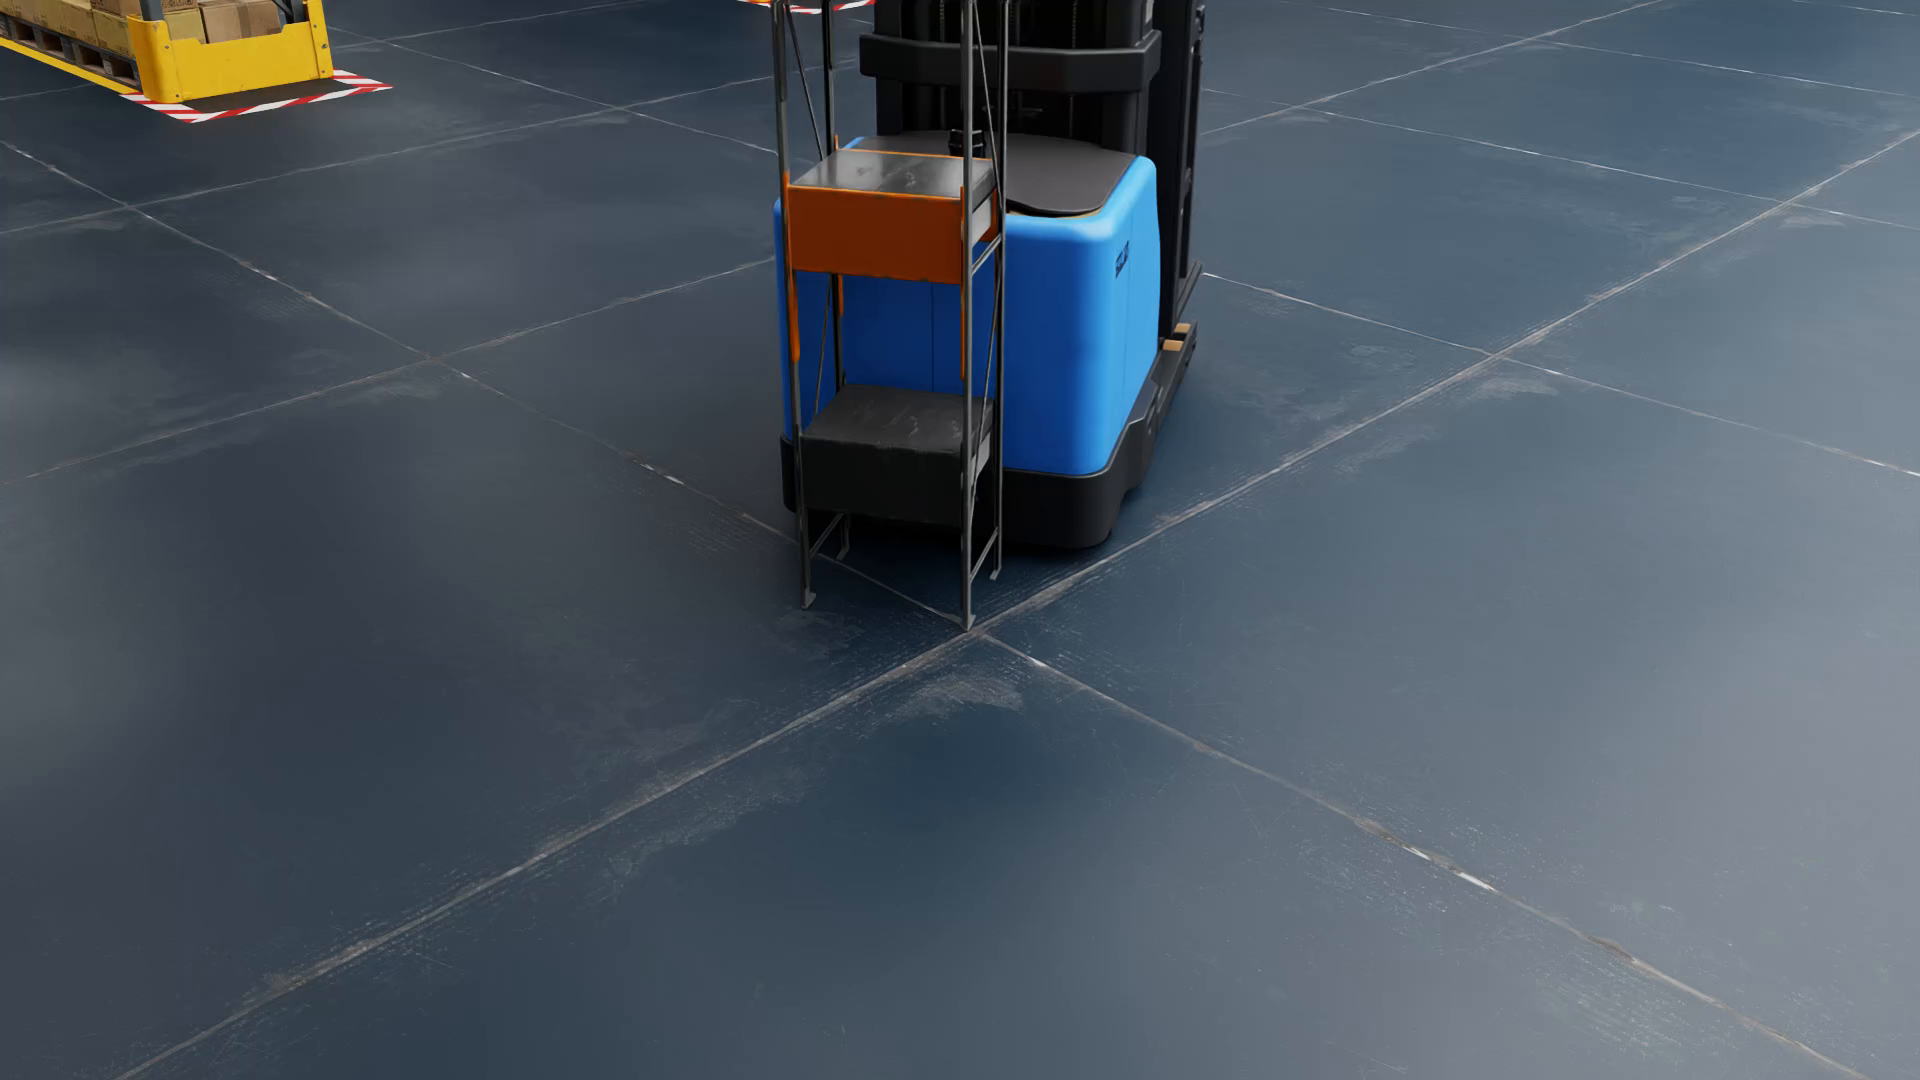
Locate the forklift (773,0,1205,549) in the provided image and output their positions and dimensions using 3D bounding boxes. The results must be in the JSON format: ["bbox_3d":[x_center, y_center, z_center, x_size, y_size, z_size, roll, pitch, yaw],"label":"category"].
[{"bbox_3d":[0.313,-1.939,5.789,1.130,2.935,3.031,7,29,13],"label":"forklift"}]

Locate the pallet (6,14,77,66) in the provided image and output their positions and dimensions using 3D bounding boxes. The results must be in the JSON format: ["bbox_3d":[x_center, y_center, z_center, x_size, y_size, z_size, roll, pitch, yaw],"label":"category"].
[{"bbox_3d":[-6.179,-3.722,12.101,1.213,0.211,1.003,25,36,38],"label":"pallet"}]

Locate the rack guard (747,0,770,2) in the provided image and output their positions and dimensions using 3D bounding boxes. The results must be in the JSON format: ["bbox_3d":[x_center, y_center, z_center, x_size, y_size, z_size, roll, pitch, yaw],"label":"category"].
[{"bbox_3d":[-1.351,-4.868,13.970,0.348,0.500,1.175,25,36,38],"label":"rack guard"}]

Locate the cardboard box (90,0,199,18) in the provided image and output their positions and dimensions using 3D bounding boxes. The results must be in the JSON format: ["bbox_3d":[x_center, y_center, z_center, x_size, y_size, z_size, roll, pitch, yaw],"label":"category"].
[{"bbox_3d":[-5.330,-3.699,10.759,0.500,0.500,0.500,25,36,38],"label":"cardboard box"}]

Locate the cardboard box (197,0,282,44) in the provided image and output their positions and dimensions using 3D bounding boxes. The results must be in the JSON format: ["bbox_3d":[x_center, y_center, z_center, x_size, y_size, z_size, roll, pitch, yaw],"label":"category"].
[{"bbox_3d":[-4.965,-3.540,11.262,0.500,0.250,0.500,25,36,38],"label":"cardboard box"}]

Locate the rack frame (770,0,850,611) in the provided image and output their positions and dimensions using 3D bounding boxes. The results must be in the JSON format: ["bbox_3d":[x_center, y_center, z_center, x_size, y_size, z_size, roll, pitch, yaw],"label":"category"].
[{"bbox_3d":[-0.404,-0.813,4.539,0.015,2.100,0.400,7,29,13],"label":"rack frame"}]

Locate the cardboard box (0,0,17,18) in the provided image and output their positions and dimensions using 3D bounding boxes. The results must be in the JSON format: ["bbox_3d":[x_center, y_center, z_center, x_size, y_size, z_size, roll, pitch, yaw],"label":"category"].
[{"bbox_3d":[-6.767,-4.015,12.165,0.500,0.250,0.500,25,36,38],"label":"cardboard box"}]

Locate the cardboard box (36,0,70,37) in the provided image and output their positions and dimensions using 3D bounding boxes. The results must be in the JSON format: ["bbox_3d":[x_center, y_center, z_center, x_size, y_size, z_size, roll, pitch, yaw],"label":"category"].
[{"bbox_3d":[-6.051,-3.690,11.547,0.500,0.250,0.500,25,36,38],"label":"cardboard box"}]

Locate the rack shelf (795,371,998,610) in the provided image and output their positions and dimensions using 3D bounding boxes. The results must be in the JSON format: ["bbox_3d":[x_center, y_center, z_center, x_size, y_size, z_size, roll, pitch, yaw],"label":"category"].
[{"bbox_3d":[-0.169,-0.151,4.815,0.480,0.518,0.431,7,29,13],"label":"rack shelf"}]

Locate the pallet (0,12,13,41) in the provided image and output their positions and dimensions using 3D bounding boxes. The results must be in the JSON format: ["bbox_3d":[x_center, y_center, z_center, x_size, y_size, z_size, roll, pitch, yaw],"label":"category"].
[{"bbox_3d":[-7.053,-4.120,12.858,1.213,0.211,1.003,25,36,38],"label":"pallet"}]

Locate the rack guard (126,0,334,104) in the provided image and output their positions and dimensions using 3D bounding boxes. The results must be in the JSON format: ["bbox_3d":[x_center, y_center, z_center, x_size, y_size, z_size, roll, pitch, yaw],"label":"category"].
[{"bbox_3d":[-4.722,-3.208,10.814,0.348,0.500,1.175,25,36,38],"label":"rack guard"}]

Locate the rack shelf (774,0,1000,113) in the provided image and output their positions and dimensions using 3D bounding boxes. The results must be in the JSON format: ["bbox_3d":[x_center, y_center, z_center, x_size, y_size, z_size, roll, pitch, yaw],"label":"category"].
[{"bbox_3d":[-0.169,-1.390,4.164,0.480,0.518,0.431,7,29,13],"label":"rack shelf"}]

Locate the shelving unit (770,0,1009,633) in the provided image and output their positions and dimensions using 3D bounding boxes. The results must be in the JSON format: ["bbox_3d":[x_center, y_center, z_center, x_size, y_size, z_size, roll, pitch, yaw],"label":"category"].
[{"bbox_3d":[-0.169,-0.783,4.483,0.503,2.100,0.431,7,29,13],"label":"shelving unit"}]

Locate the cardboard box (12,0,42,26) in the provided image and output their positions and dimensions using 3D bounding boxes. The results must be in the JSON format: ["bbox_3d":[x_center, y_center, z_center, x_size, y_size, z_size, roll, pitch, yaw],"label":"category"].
[{"bbox_3d":[-6.406,-3.853,11.859,0.500,0.250,0.500,25,36,38],"label":"cardboard box"}]

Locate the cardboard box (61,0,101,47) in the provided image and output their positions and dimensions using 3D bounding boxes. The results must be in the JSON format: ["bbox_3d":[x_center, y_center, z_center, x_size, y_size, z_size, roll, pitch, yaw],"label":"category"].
[{"bbox_3d":[-5.693,-3.527,11.238,0.500,0.250,0.500,25,36,38],"label":"cardboard box"}]

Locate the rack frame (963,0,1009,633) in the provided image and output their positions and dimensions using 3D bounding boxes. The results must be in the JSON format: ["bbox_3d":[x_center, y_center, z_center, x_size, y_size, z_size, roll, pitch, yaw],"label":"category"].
[{"bbox_3d":[0.067,-0.753,4.427,0.015,2.100,0.400,7,29,13],"label":"rack frame"}]

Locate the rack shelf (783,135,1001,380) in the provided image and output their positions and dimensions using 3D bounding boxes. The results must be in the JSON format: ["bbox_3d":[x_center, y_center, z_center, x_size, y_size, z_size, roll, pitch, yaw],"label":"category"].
[{"bbox_3d":[-0.169,-0.771,4.489,0.480,0.518,0.431,7,29,13],"label":"rack shelf"}]

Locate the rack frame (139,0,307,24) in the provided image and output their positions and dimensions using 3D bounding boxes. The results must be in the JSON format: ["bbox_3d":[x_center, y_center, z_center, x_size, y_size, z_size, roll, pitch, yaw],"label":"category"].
[{"bbox_3d":[-4.739,-4.322,10.247,0.127,3.000,1.000,25,36,38],"label":"rack frame"}]

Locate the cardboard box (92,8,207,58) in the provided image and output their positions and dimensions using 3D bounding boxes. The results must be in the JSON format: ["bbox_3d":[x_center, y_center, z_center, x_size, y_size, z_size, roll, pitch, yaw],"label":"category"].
[{"bbox_3d":[-5.328,-3.368,10.935,0.500,0.250,0.500,25,36,38],"label":"cardboard box"}]

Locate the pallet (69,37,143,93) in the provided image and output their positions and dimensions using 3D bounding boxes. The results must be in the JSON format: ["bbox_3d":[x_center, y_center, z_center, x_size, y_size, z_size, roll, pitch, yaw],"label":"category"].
[{"bbox_3d":[-5.314,-3.324,11.344,1.213,0.211,1.003,25,36,38],"label":"pallet"}]
